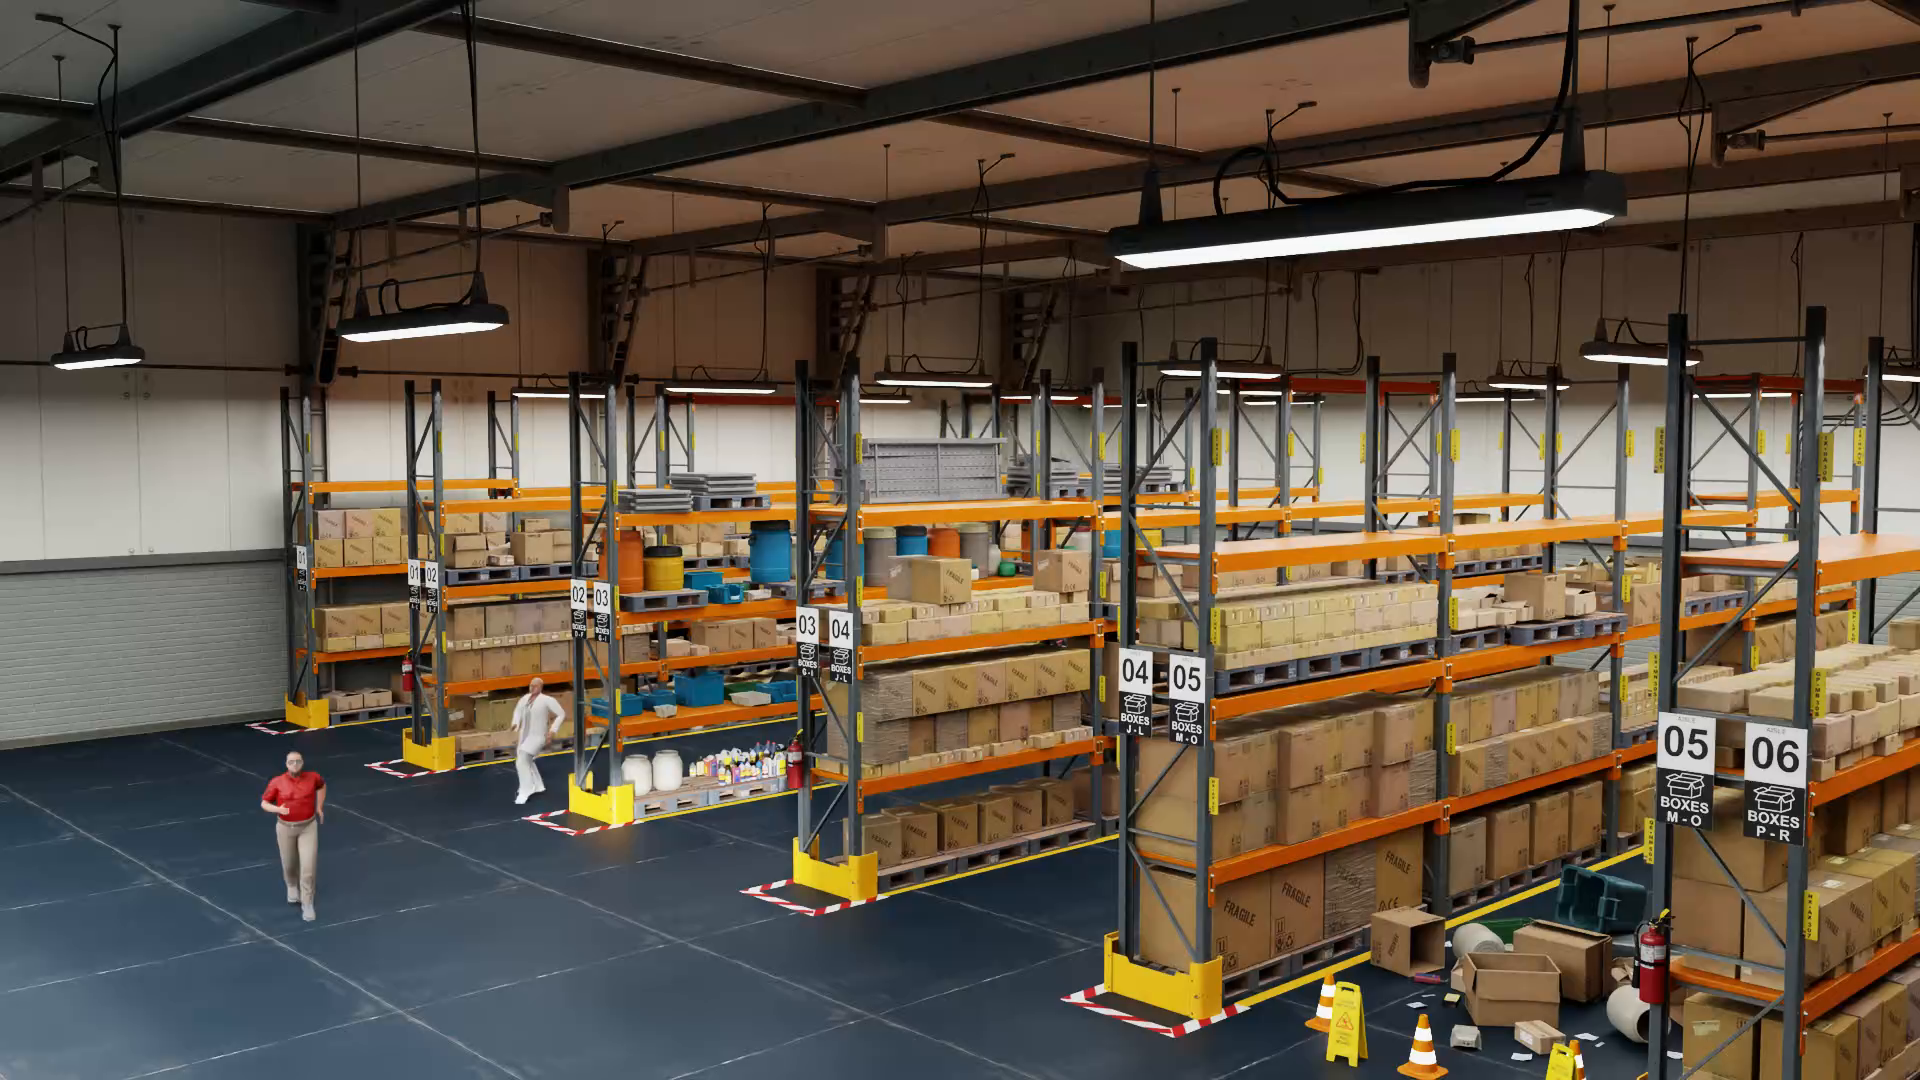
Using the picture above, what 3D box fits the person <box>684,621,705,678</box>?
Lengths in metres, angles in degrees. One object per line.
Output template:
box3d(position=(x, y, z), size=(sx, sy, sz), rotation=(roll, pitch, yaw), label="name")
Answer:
box3d(position=(-4.973, 2.341, 31.393), size=(0.587, 1.616, 0.859), rotation=(3, 5, 40), label="person")

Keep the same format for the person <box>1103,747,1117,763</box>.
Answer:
box3d(position=(2.198, 2.720, 24.483), size=(0.698, 1.753, 0.772), rotation=(3, 5, 42), label="person")

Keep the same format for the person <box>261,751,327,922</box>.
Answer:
box3d(position=(-7.166, 3.144, 17.928), size=(0.658, 1.752, 0.944), rotation=(-1, 4, -22), label="person")

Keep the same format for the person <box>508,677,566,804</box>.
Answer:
box3d(position=(-5.966, 2.820, 23.337), size=(0.772, 1.803, 0.714), rotation=(2, 4, 33), label="person")
